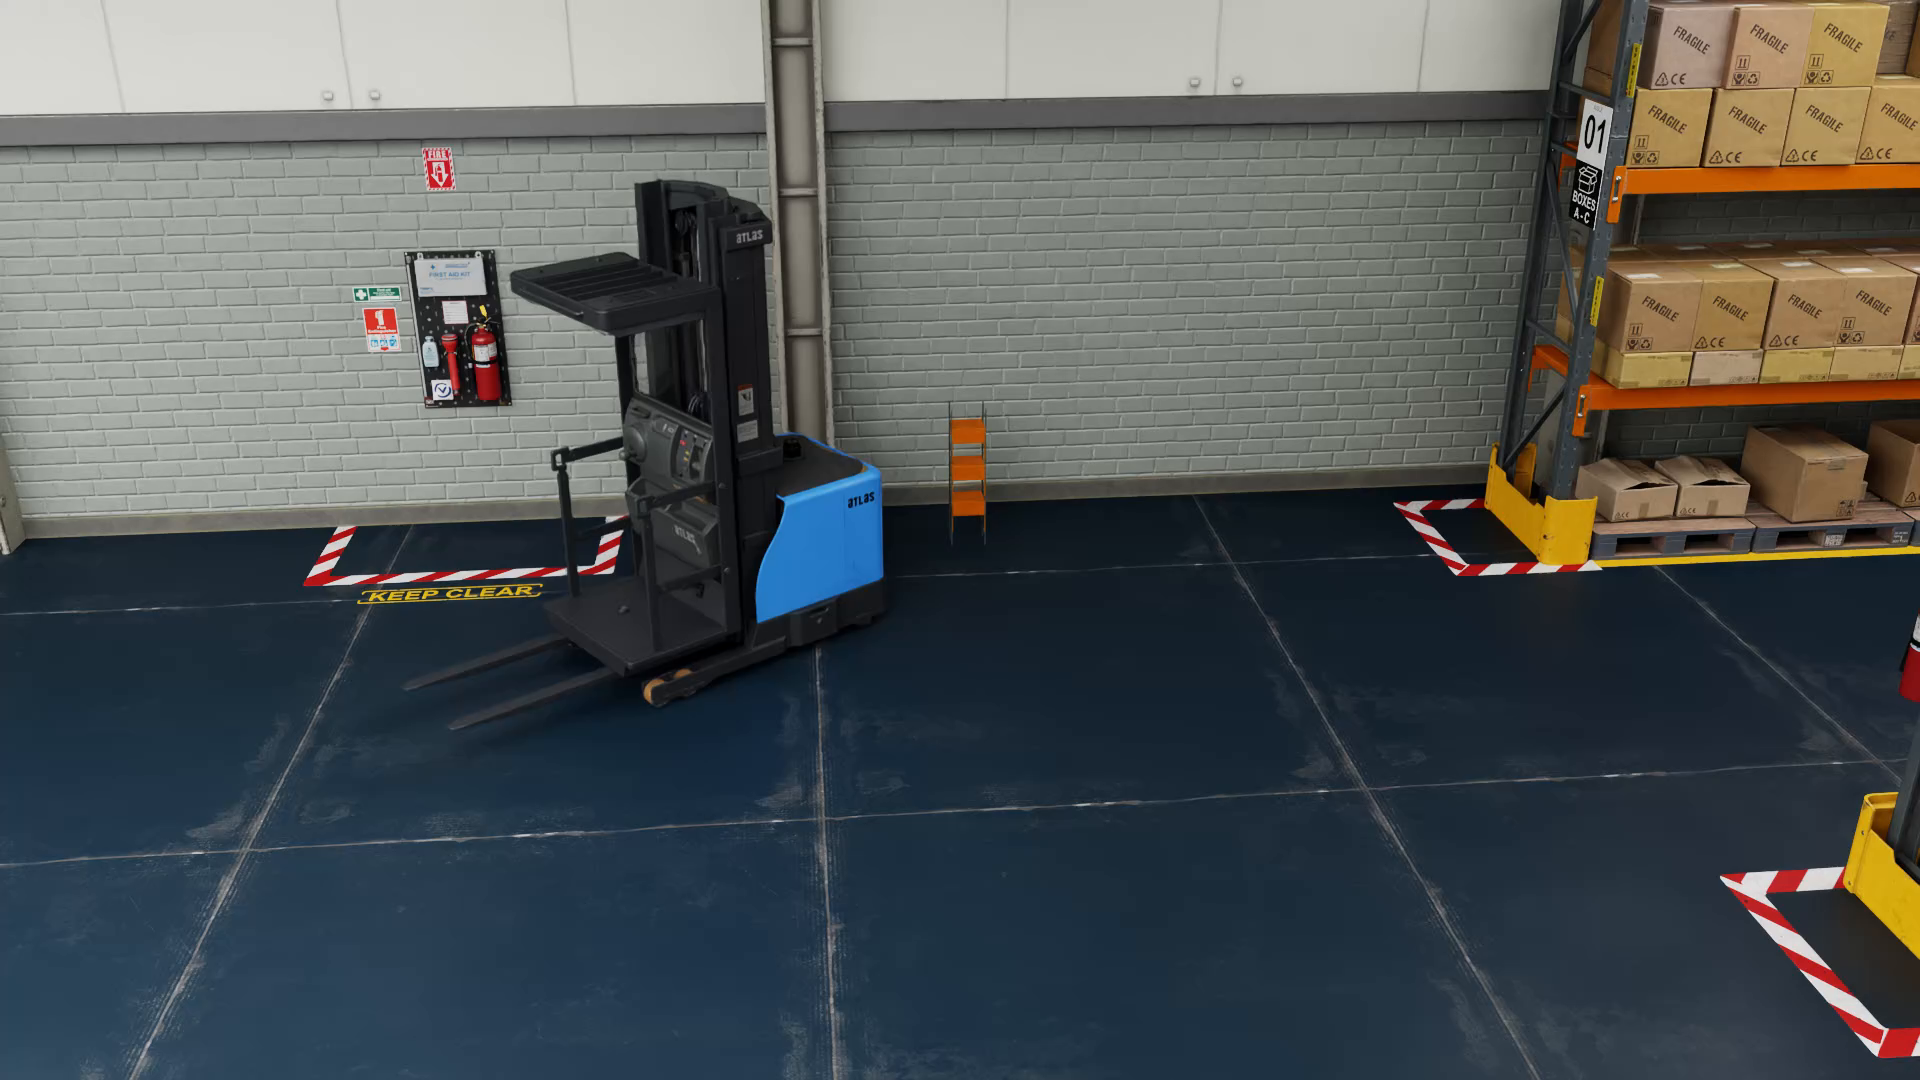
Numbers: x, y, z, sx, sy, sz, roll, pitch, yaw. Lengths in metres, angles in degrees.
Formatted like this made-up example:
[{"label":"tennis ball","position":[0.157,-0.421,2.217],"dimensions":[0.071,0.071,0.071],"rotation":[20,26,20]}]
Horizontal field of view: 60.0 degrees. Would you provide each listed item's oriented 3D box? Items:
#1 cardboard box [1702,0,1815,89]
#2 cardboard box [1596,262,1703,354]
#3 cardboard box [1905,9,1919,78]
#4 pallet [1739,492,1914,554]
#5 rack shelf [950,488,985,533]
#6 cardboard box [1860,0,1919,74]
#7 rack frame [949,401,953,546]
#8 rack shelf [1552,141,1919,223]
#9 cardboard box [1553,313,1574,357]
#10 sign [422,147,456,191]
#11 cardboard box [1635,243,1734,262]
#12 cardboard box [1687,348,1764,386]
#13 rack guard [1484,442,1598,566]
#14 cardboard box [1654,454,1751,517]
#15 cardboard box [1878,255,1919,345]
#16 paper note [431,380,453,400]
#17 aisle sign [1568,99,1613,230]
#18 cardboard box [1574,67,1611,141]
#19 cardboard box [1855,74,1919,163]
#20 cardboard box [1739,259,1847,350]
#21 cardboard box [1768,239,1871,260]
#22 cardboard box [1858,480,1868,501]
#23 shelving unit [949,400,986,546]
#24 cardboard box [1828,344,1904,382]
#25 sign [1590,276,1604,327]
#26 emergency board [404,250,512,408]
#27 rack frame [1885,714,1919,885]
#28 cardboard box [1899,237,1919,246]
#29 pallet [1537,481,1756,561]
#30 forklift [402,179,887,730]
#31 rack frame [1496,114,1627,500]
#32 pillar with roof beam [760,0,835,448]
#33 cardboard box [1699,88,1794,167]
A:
[{"label":"cardboard box","position":[5.127,-3.225,10.801],"dimensions":[0.500,0.500,0.500],"rotation":[-3,24,-6]},{"label":"cardboard box","position":[4.720,-1.607,11.468],"dimensions":[0.500,0.500,0.500],"rotation":[-2,24,-5]},{"label":"cardboard box","position":[6.661,-3.287,10.941],"dimensions":[0.500,0.500,0.500],"rotation":[-3,24,-7]},{"label":"pallet","position":[6.315,-0.220,12.546],"dimensions":[1.213,0.211,1.003],"rotation":[-2,24,-5]},{"label":"rack shelf","position":[0.053,-0.218,12.219],"dimensions":[0.240,0.259,0.215],"rotation":[-2,24,-5]},{"label":"cardboard box","position":[6.155,-3.485,11.386],"dimensions":[0.500,0.500,0.500],"rotation":[-2,24,-5]},{"label":"rack frame","position":[-0.068,-0.477,12.091],"dimensions":[0.008,1.050,0.200],"rotation":[-2,24,-5]},{"label":"rack shelf","position":[6.206,-2.548,11.541],"dimensions":[4.000,0.370,1.077],"rotation":[-2,24,-5]},{"label":"cardboard box","position":[4.662,-1.463,12.070],"dimensions":[0.500,0.250,0.500],"rotation":[-2,24,-4]},{"label":"sign","position":[-3.624,-2.580,11.567],"dimensions":[0.199,0.298,0.001],"rotation":[-2,24,-5]},{"label":"cardboard box","position":[5.166,-1.830,11.971],"dimensions":[0.500,0.500,0.500],"rotation":[-2,24,-4]},{"label":"cardboard box","position":[5.248,-1.284,11.666],"dimensions":[0.500,0.250,0.500],"rotation":[-3,24,-7]},{"label":"rack guard","position":[4.291,-0.287,12.339],"dimensions":[0.348,0.500,1.175],"rotation":[-2,24,-5]},{"label":"cardboard box","position":[5.481,-0.412,12.313],"dimensions":[0.500,0.311,0.500],"rotation":[0,24,-1]},{"label":"cardboard box","position":[6.758,-1.687,11.649],"dimensions":[0.500,0.500,0.500],"rotation":[-3,24,-7]},{"label":"paper note","position":[-3.790,-1.099,12.174],"dimensions":[0.142,0.148,0.016],"rotation":[-2,24,-5]},{"label":"aisle sign","position":[4.174,-2.490,11.018],"dimensions":[0.004,0.787,0.394],"rotation":[-2,24,-5]},{"label":"cardboard box","position":[4.606,-2.970,11.459],"dimensions":[0.500,0.500,0.500],"rotation":[-1,24,-1]},{"label":"cardboard box","position":[6.159,-2.823,11.127],"dimensions":[0.500,0.500,0.500],"rotation":[-1,24,-2]},{"label":"cardboard box","position":[5.728,-1.640,11.544],"dimensions":[0.500,0.500,0.500],"rotation":[-3,24,-7]},{"label":"cardboard box","position":[6.181,-1.872,12.066],"dimensions":[0.500,0.500,0.500],"rotation":[-2,24,-4]},{"label":"cardboard box","position":[6.603,-0.428,12.548],"dimensions":[0.250,0.149,0.380],"rotation":[-4,24,-9]},{"label":"shelving unit","position":[0.053,-0.482,12.102],"dimensions":[0.252,1.050,0.215],"rotation":[-2,24,-5]},{"label":"cardboard box","position":[6.259,-1.321,11.750],"dimensions":[0.500,0.250,0.500],"rotation":[-2,24,-5]},{"label":"sign","position":[4.269,-1.602,11.156],"dimensions":[0.005,0.325,0.100],"rotation":[-2,24,-5]},{"label":"emergency board","position":[-3.607,-1.481,11.948],"dimensions":[0.643,1.169,0.194],"rotation":[-2,24,-5]},{"label":"rack frame","position":[4.706,0.576,7.320],"dimensions":[0.127,3.000,1.000],"rotation":[-2,24,-5]},{"label":"cardboard box","position":[7.193,-1.915,12.163],"dimensions":[0.500,0.500,0.500],"rotation":[-2,24,-5]},{"label":"pallet","position":[5.103,-0.173,12.439],"dimensions":[1.213,0.211,1.003],"rotation":[-2,24,-5]},{"label":"forklift","position":[-1.935,-0.572,9.989],"dimensions":[3.031,2.935,1.130],"rotation":[-19,30,-37]},{"label":"rack frame","position":[4.216,-1.426,11.825],"dimensions":[0.127,3.000,1.000],"rotation":[-2,24,-5]},{"label":"pillar with roof beam","position":[-0.720,-2.565,7.002],"dimensions":[0.400,9.000,9.100],"rotation":[-2,24,-5]},{"label":"cardboard box","position":[5.111,-2.771,11.010],"dimensions":[0.500,0.500,0.500],"rotation":[-1,24,-2]}]
